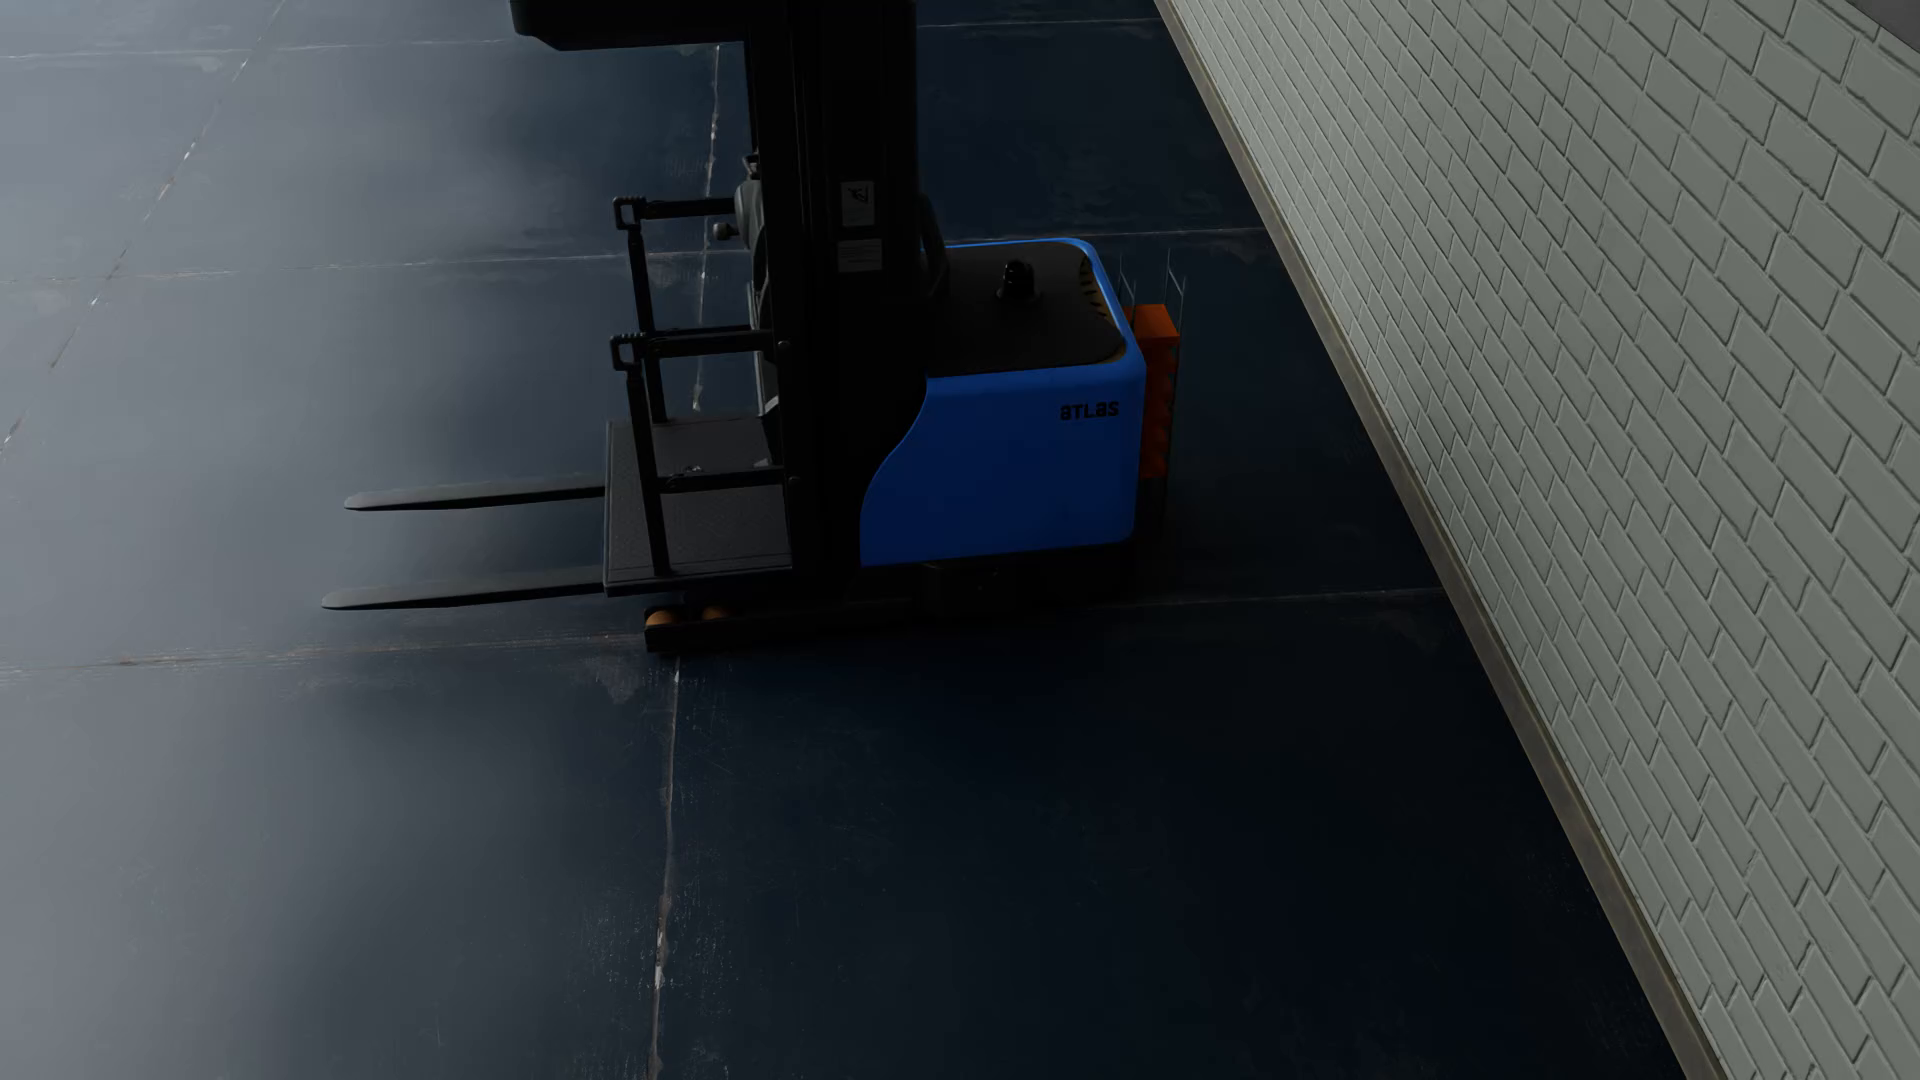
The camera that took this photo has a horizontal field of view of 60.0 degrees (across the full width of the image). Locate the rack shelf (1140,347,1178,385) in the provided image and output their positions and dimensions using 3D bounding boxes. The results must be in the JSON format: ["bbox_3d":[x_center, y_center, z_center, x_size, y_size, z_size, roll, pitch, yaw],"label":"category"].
[{"bbox_3d":[0.709,-0.693,6.344,0.180,0.103,0.258,-5,39,-7],"label":"rack shelf"}]

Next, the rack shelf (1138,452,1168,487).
[{"bbox_3d":[0.709,-0.316,6.641,0.180,0.103,0.258,-5,39,-7],"label":"rack shelf"}]

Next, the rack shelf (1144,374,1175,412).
[{"bbox_3d":[0.709,-0.599,6.418,0.180,0.103,0.258,-5,39,-7],"label":"rack shelf"}]

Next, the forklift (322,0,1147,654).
[{"bbox_3d":[-0.889,-1.077,5.749,3.031,2.935,1.130,-5,39,-7],"label":"forklift"}]

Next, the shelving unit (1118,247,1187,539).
[{"bbox_3d":[0.709,-0.540,6.465,0.189,1.200,0.258,-5,39,-7],"label":"shelving unit"}]

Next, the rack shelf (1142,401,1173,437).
[{"bbox_3d":[0.709,-0.505,6.493,0.180,0.103,0.258,-5,39,-7],"label":"rack shelf"}]

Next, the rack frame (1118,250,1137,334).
[{"bbox_3d":[0.619,-0.531,6.454,0.006,1.200,0.240,-5,39,-7],"label":"rack frame"}]

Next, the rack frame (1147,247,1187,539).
[{"bbox_3d":[0.799,-0.548,6.476,0.006,1.200,0.240,-5,39,-7],"label":"rack frame"}]

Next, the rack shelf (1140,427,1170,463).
[{"bbox_3d":[0.709,-0.410,6.567,0.180,0.103,0.258,-5,39,-7],"label":"rack shelf"}]

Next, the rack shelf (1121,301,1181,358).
[{"bbox_3d":[0.709,-0.787,6.270,0.180,0.103,0.258,-5,39,-7],"label":"rack shelf"}]
